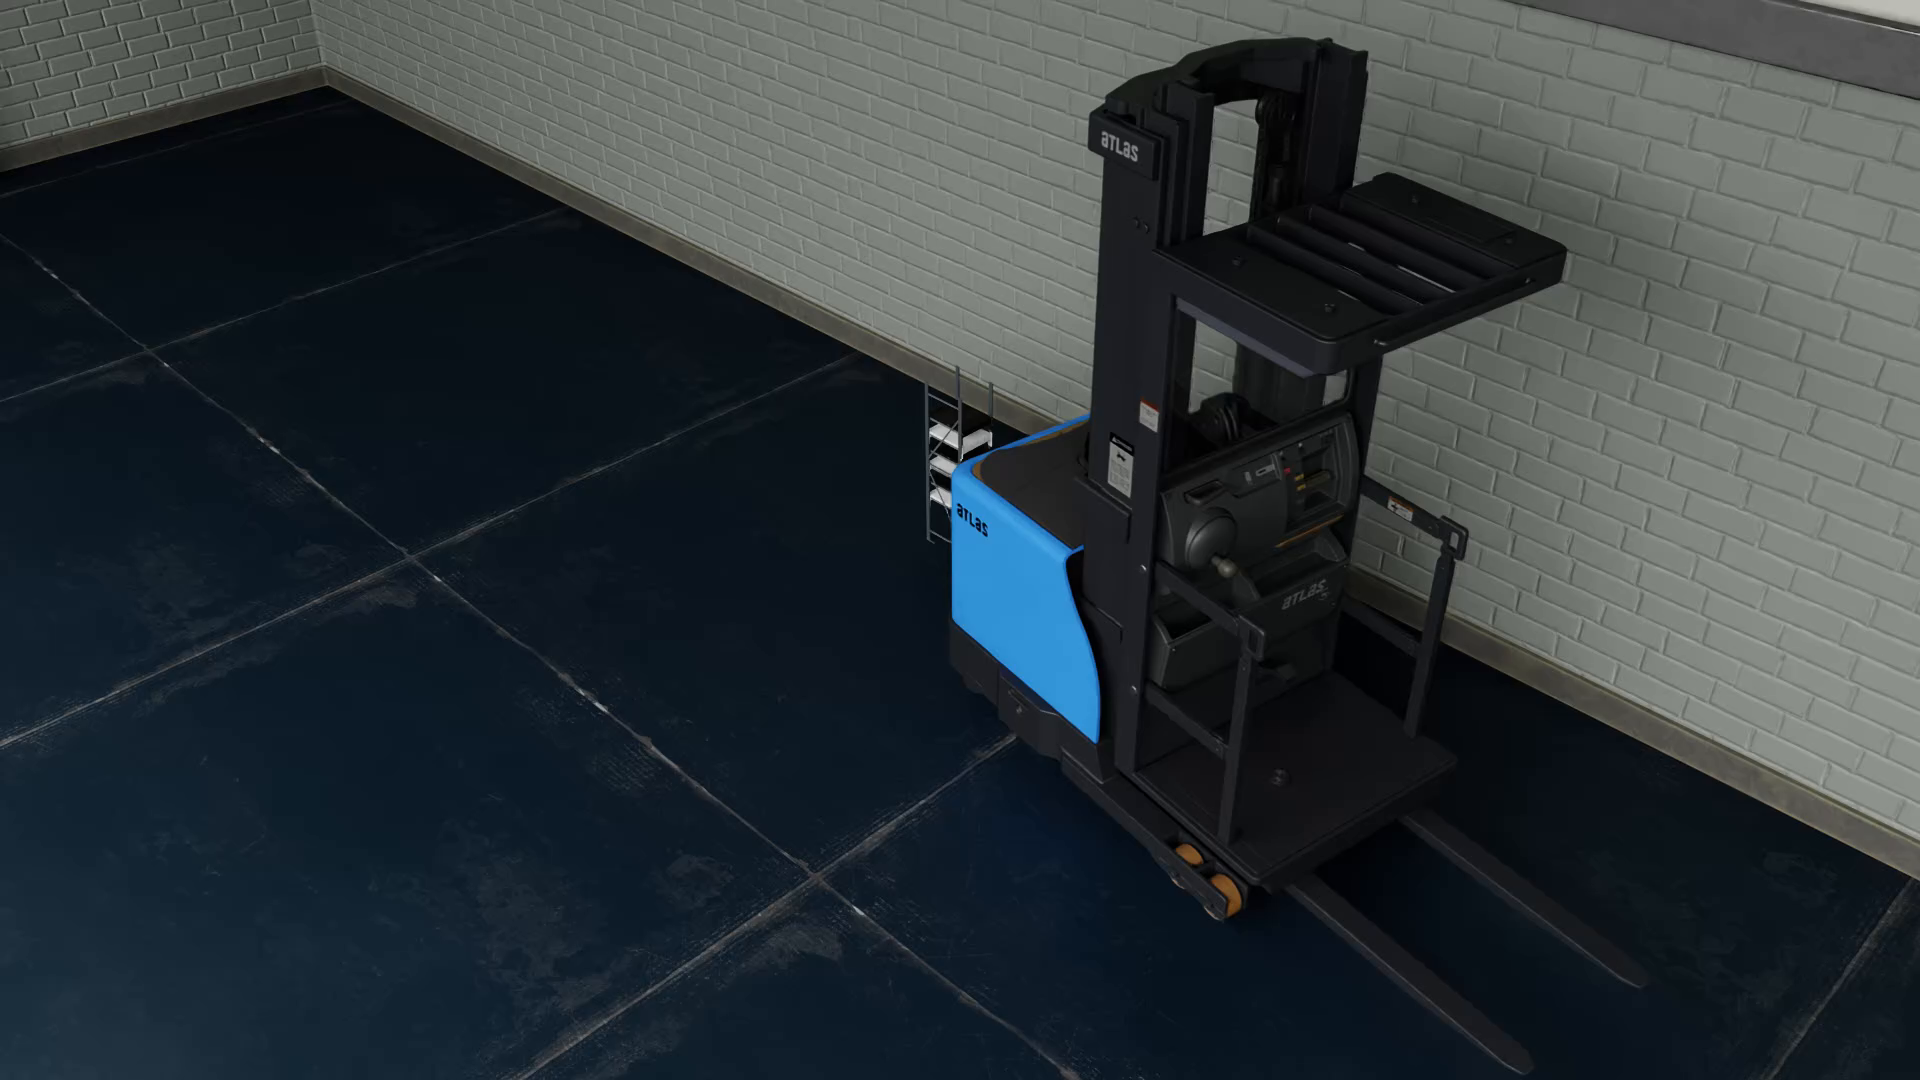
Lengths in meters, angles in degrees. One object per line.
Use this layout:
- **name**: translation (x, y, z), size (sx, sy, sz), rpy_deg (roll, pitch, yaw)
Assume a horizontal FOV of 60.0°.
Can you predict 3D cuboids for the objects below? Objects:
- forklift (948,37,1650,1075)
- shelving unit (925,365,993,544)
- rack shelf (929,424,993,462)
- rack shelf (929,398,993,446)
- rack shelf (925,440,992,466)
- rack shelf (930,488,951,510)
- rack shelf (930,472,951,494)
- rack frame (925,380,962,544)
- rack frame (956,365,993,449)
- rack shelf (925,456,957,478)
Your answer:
- **forklift**: translation (1.214, -0.103, 5.835), size (1.130, 2.935, 3.031), rpy_deg (-22, 41, -29)
- **shelving unit**: translation (-0.006, -0.366, 7.988), size (0.258, 0.900, 0.210), rpy_deg (30, 45, 35)
- **rack shelf**: translation (-0.006, -0.486, 7.904), size (0.258, 0.077, 0.200), rpy_deg (30, 45, 35)
- **rack shelf**: translation (-0.006, -0.560, 7.852), size (0.258, 0.077, 0.200), rpy_deg (30, 45, 35)
- **rack shelf**: translation (-0.006, -0.412, 7.955), size (0.258, 0.077, 0.200), rpy_deg (30, 45, 35)
- **rack shelf**: translation (-0.006, -0.191, 8.110), size (0.258, 0.077, 0.200), rpy_deg (30, 45, 35)
- **rack shelf**: translation (-0.006, -0.265, 8.058), size (0.258, 0.077, 0.200), rpy_deg (30, 45, 35)
- **rack frame**: translation (-0.077, -0.325, 7.929), size (0.240, 0.900, 0.006), rpy_deg (30, 45, 35)
- **rack frame**: translation (0.066, -0.407, 8.047), size (0.240, 0.900, 0.006), rpy_deg (30, 45, 35)
- **rack shelf**: translation (-0.006, -0.338, 8.007), size (0.258, 0.077, 0.200), rpy_deg (30, 45, 35)
